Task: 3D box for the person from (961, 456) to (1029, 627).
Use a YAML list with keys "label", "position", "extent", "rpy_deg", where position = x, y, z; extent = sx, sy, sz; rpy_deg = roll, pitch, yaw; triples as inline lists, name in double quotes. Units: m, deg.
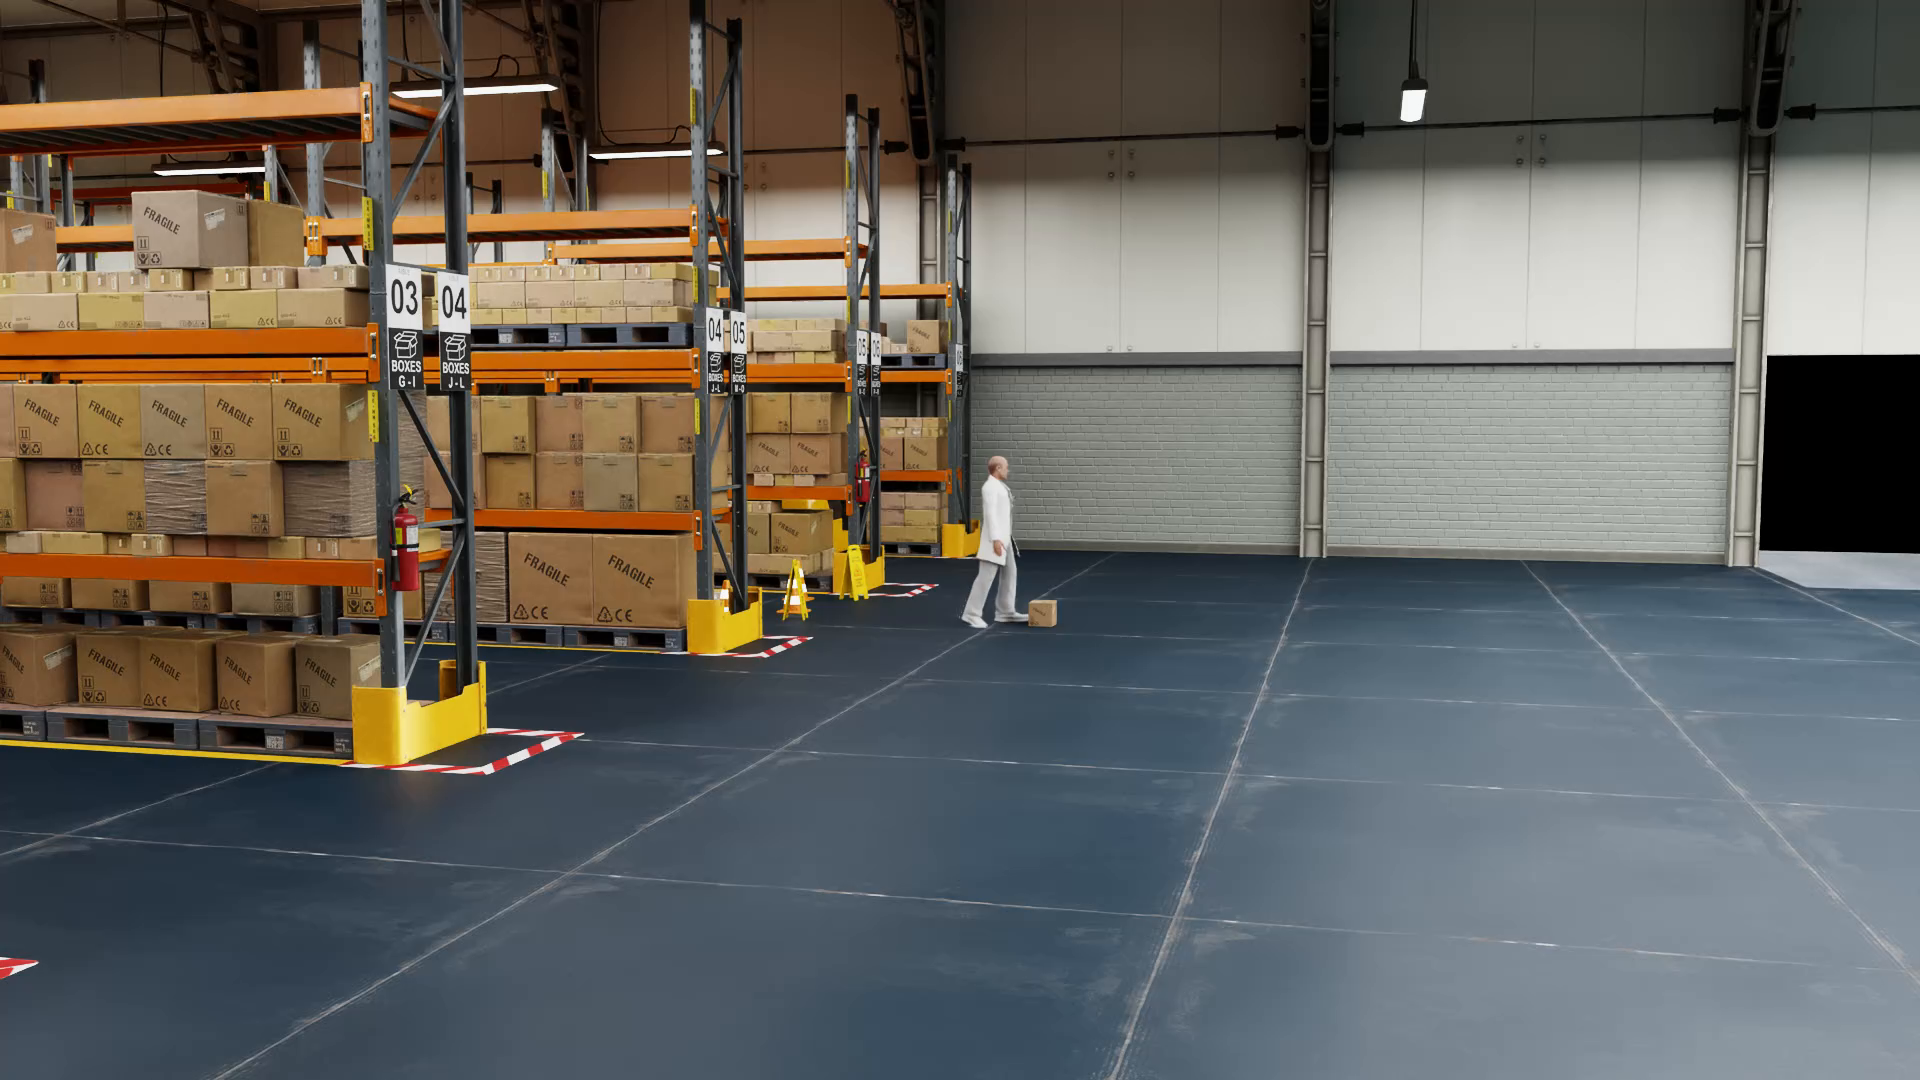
- label: "person"
  position: [0.370, 0.017, 17.482]
  extent: [0.662, 1.802, 0.648]
  rpy_deg: [1, 5, 13]
